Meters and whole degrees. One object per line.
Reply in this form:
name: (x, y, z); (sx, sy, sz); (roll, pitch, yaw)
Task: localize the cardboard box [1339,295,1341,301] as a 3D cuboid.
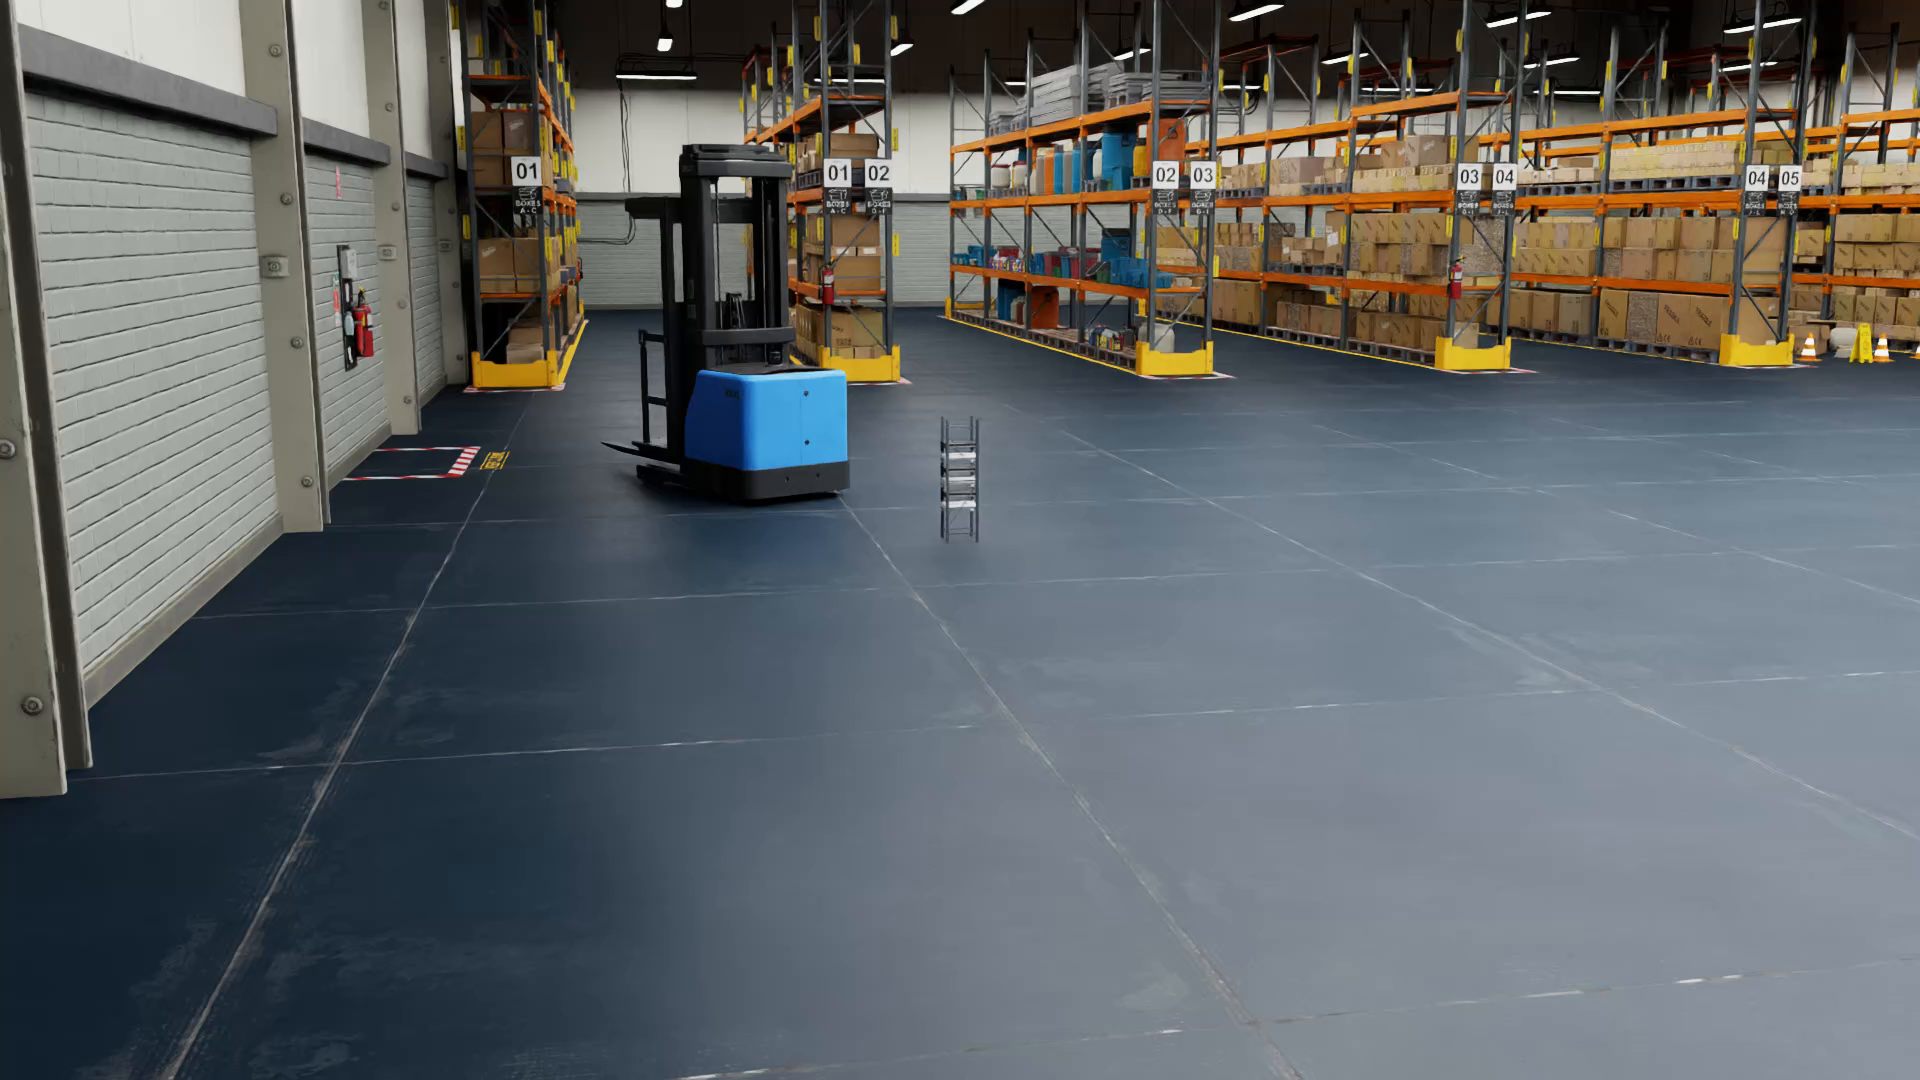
cardboard box: (9.849, -6.157, 42.227); (0.380, 0.149, 0.250); (-2, 11, -9)

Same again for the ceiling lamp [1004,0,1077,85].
ceiling lamp: (2.204, -13.367, 42.746); (2.000, 3.185, 0.800); (-2, 11, -11)

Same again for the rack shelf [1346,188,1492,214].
rack shelf: (7.837, -5.701, 28.028); (1.077, 0.370, 4.000); (-2, 11, -11)

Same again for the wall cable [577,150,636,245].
wall cable: (-10.212, -9.080, 44.140); (3.097, 2.526, 0.112); (-2, 11, -11)

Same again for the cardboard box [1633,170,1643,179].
cardboard box: (12.218, -6.497, 29.566); (0.380, 0.149, 0.250); (-2, 11, -12)

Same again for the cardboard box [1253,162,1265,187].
cardboard box: (6.480, -7.521, 34.267); (0.797, 0.503, 0.637); (-1, 11, -8)

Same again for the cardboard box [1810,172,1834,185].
cardboard box: (16.913, -7.016, 32.291); (0.500, 0.250, 0.500); (-2, 11, -12)

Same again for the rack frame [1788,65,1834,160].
rack frame: (20.481, -9.903, 40.161); (1.000, 3.000, 0.127); (-2, 11, -11)

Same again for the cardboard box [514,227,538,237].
cardboard box: (-8.249, -5.788, 31.462); (0.500, 0.250, 0.500); (-2, 11, -9)

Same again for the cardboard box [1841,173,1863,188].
cardboard box: (16.985, -6.763, 31.291); (0.500, 0.250, 0.500); (-2, 11, -12)

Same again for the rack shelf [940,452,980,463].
rack shelf: (-0.002, -0.588, 12.093); (0.258, 0.077, 0.200); (-2, 11, -11)

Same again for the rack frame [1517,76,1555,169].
rack frame: (14.835, -10.456, 43.064); (1.000, 3.000, 0.127); (-2, 11, -11)

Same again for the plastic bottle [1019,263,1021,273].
plastic bottle: (1.246, -5.544, 33.834); (0.097, 0.201, 0.097); (0, 11, 0)

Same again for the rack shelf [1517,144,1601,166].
rack shelf: (15.223, -9.539, 41.241); (1.077, 0.370, 4.000); (-2, 11, -11)

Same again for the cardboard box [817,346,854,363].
cardboard box: (-1.886, -2.798, 25.103); (0.500, 0.250, 0.500); (-2, 11, -11)

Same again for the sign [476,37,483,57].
sign: (-7.672, -7.870, 26.554); (0.100, 0.325, 0.005); (-2, 11, -11)

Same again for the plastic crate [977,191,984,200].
plastic crate: (0.654, -7.671, 37.021); (0.450, 0.188, 0.662); (-2, 11, -11)

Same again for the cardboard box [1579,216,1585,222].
cardboard box: (15.257, -7.777, 40.360); (0.380, 0.149, 0.250); (-2, 11, -11)

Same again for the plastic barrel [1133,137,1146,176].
plastic barrel: (3.021, -6.011, 26.104); (0.600, 0.588, 0.600); (0, 11, 0)

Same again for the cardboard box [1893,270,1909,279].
cardboard box: (17.231, -4.835, 30.248); (0.380, 0.149, 0.250); (-2, 11, -11)

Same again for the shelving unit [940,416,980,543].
shelving unit: (-0.002, -0.444, 12.120); (0.258, 0.900, 0.210); (-2, 11, -11)

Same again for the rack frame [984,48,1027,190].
rack frame: (1.033, -9.182, 36.370); (1.000, 3.000, 0.127); (-2, 11, -11)

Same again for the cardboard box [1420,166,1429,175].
cardboard box: (7.697, -5.993, 26.971); (0.380, 0.149, 0.250); (-2, 11, -11)

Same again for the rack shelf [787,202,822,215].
rack shelf: (-3.437, -6.809, 33.847); (1.077, 0.370, 4.000); (-2, 11, -11)

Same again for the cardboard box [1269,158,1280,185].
cardboard box: (6.509, -7.354, 33.184); (0.500, 0.500, 0.500); (-2, 11, -10)

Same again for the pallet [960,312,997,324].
pallet: (0.612, -5.222, 39.071); (1.003, 0.211, 1.213); (-2, 11, -11)

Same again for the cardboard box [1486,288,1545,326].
cardboard box: (11.585, -4.829, 34.440); (1.050, 0.750, 0.750); (-2, 11, -12)

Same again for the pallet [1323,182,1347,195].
pallet: (7.432, -6.446, 30.521); (1.213, 0.211, 1.003); (-2, 11, -11)

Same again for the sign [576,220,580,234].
sign: (-8.928, -7.310, 38.852); (0.100, 0.325, 0.005); (-2, 11, -11)

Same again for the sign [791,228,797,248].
sign: (-2.801, -5.096, 28.065); (0.100, 0.325, 0.005); (-2, 11, -11)

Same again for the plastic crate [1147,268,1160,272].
plastic crate: (3.071, -4.501, 28.221); (0.499, 0.251, 0.616); (-2, 11, -11)

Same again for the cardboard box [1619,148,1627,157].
cardboard box: (12.121, -6.981, 29.977); (0.380, 0.149, 0.250); (-2, 11, -11)

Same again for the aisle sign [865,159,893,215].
aisle sign: (-1.179, -5.131, 24.177); (0.394, 0.787, 0.004); (-2, 11, -11)

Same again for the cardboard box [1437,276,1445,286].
cardboard box: (7.920, -4.181, 26.813); (0.380, 0.149, 0.250); (-2, 11, -11)

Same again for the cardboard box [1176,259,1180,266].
cardboard box: (5.310, -6.524, 39.123); (0.380, 0.149, 0.250); (-2, 11, -10)

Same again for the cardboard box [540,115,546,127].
cardboard box: (-6.235, -5.871, 24.000); (0.500, 0.500, 0.500); (-2, 11, -12)

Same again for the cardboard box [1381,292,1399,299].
cardboard box: (10.334, -5.872, 39.934); (0.380, 0.149, 0.250); (-2, 11, -9)

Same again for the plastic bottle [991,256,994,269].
plastic bottle: (0.712, -6.070, 36.378); (0.061, 0.283, 0.133); (-2, 11, -11)

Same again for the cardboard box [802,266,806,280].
cardboard box: (-2.621, -4.677, 29.104); (0.396, 0.266, 0.258); (-2, 11, -12)

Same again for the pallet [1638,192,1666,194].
pallet: (15.993, -7.743, 37.341); (1.003, 0.211, 1.213); (-2, 11, -8)

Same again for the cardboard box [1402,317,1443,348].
cardboard box: (7.868, -3.531, 28.289); (0.500, 0.500, 0.500); (-1, 11, -6)

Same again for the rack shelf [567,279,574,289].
rack shelf: (-8.296, -5.154, 33.178); (1.077, 0.370, 4.000); (-2, 11, -11)

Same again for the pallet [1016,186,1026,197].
pallet: (1.758, -7.026, 33.569); (1.003, 0.211, 1.213); (-2, 11, -11)

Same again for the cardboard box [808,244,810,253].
cardboard box: (-2.307, -4.806, 27.423); (0.380, 0.149, 0.250); (-2, 11, -13)

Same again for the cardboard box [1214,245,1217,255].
cardboard box: (5.835, -6.278, 36.892); (0.500, 0.500, 0.500); (-2, 11, -11)

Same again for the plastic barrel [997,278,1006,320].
plastic barrel: (1.122, -5.310, 36.560); (0.600, 0.901, 0.708); (-2, 11, -11)

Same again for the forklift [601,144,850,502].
forklift: (-2.243, -1.974, 14.727); (1.130, 2.935, 3.031); (-8, 14, -37)

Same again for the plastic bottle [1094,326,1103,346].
plastic bottle: (2.376, -3.484, 28.389); (0.144, 0.351, 0.185); (-3, 11, -13)

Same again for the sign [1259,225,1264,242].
sign: (6.126, -6.229, 33.805); (0.100, 0.325, 0.005); (-2, 11, -11)

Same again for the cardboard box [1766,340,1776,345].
cardboard box: (14.473, -3.518, 29.970); (0.396, 0.266, 0.258); (0, 11, -1)

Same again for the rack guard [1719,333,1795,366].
rack guard: (13.115, -3.143, 27.375); (1.175, 0.500, 0.348); (-2, 11, -11)
